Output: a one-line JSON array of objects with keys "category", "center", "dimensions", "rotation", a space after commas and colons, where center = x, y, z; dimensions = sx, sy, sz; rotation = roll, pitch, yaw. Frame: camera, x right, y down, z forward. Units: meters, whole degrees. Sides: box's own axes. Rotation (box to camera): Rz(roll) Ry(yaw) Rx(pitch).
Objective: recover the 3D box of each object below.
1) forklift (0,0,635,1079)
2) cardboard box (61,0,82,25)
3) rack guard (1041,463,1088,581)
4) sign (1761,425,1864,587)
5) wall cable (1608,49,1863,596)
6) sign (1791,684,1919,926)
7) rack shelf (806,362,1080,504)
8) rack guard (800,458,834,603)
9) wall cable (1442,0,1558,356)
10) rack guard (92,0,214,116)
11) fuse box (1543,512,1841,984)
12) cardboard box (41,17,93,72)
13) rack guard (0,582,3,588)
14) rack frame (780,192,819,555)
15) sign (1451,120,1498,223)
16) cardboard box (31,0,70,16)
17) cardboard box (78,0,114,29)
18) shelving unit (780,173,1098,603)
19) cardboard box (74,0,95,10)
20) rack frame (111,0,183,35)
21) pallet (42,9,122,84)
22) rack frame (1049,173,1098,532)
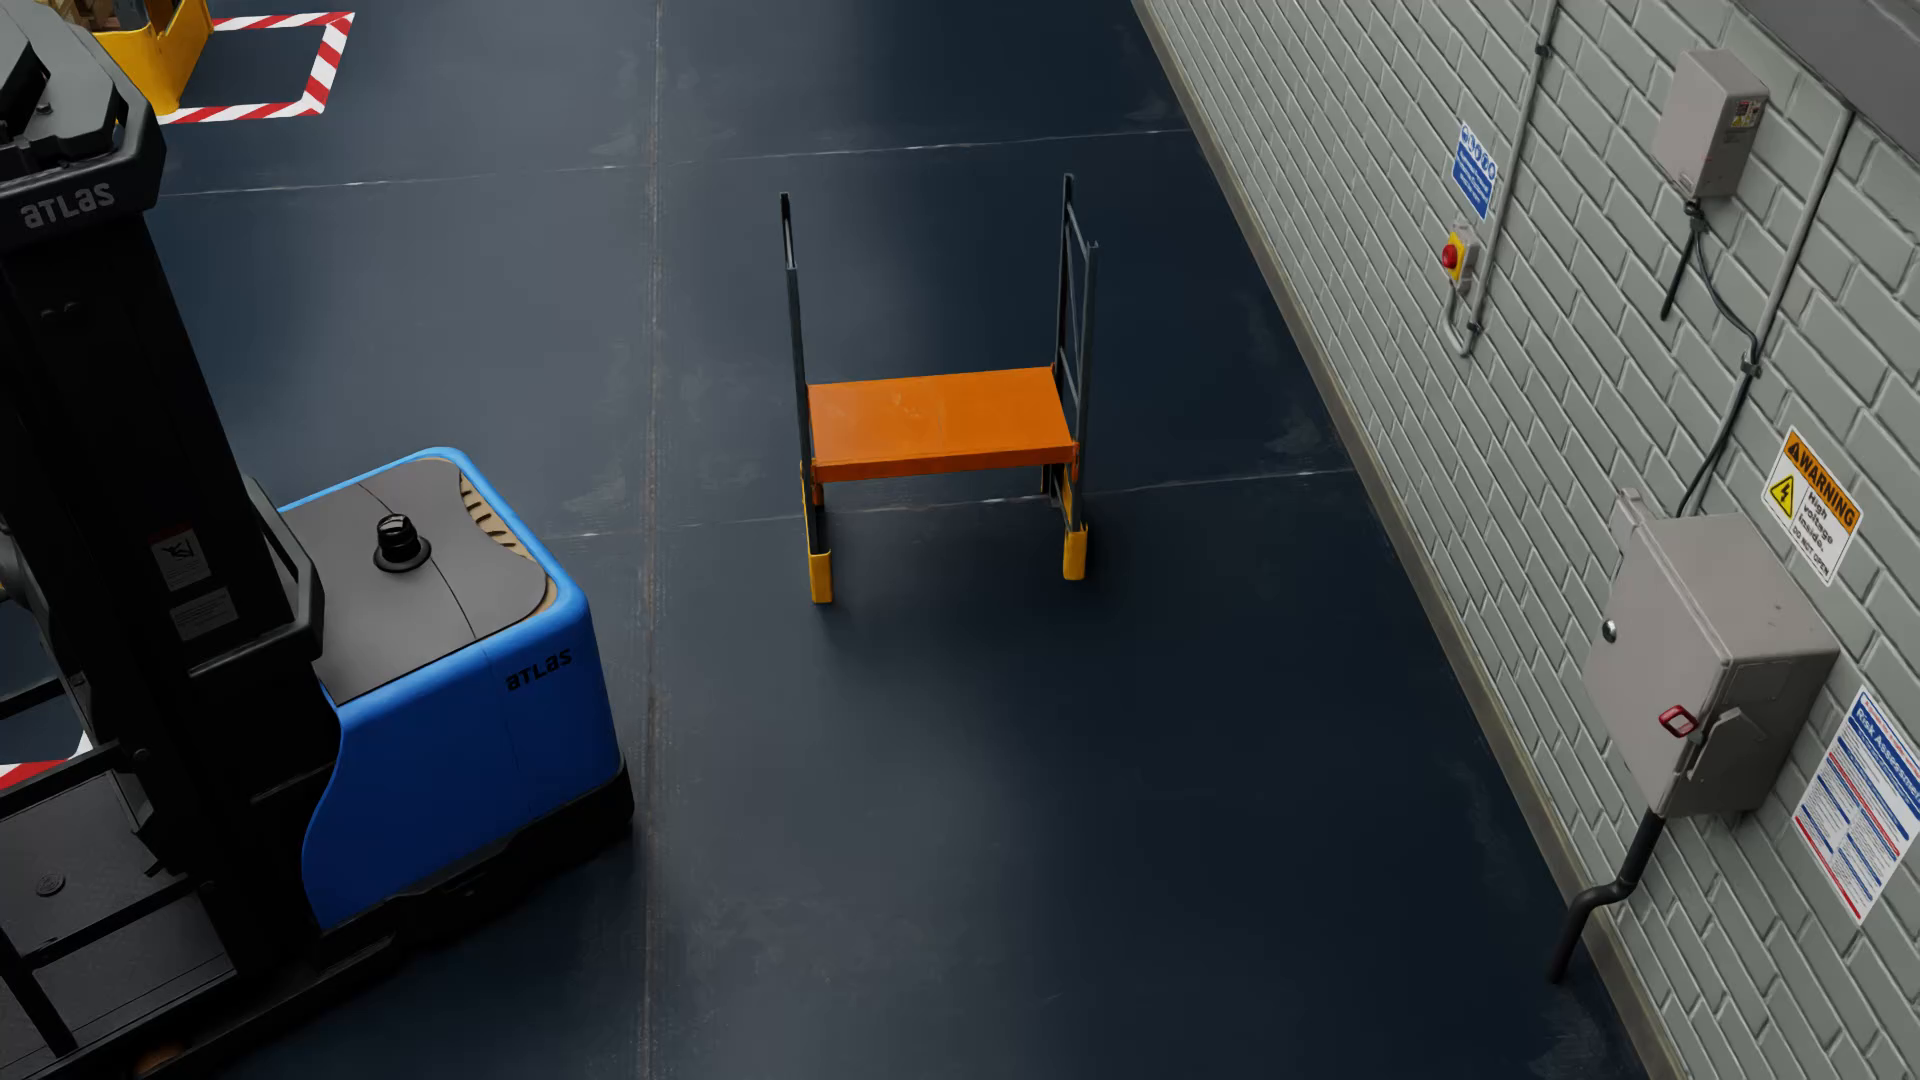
[{"category": "forklift", "center": [-2.582, 0.227, 4.310], "dimensions": [3.031, 2.935, 1.130], "rotation": [-27, 49, -27]}, {"category": "cardboard box", "center": [-5.105, -2.876, 9.292], "dimensions": [0.250, 0.149, 0.380], "rotation": [-6, 42, -7]}, {"category": "rack guard", "center": [0.418, -0.129, 6.707], "dimensions": [0.087, 0.250, 0.587], "rotation": [-5, 42, -6]}, {"category": "sign", "center": [2.037, -0.084, 3.986], "dimensions": [0.001, 0.242, 0.339], "rotation": [-5, 42, -6]}, {"category": "wall cable", "center": [1.907, -0.566, 4.380], "dimensions": [0.122, 1.984, 0.588], "rotation": [-5, 42, -6]}, {"category": "sign", "center": [2.108, 0.623, 3.890], "dimensions": [0.001, 0.494, 0.329], "rotation": [-5, 42, -6]}, {"category": "rack shelf", "center": [-0.085, -0.416, 6.360], "dimensions": [1.000, 0.185, 0.538], "rotation": [-5, 42, -6]}, {"category": "rack guard", "center": [-0.569, -0.043, 6.611], "dimensions": [0.087, 0.250, 0.587], "rotation": [-5, 42, -6]}, {"category": "wall cable", "center": [1.711, -1.519, 5.412], "dimensions": [0.123, 1.953, 0.585], "rotation": [-5, 42, -6]}, {"category": "rack guard", "center": [-4.694, -2.969, 9.668], "dimensions": [0.348, 0.500, 1.175], "rotation": [-5, 42, -6]}, {"category": "fuse box", "center": [1.839, 0.756, 4.634], "dimensions": [0.414, 1.711, 0.539], "rotation": [-5, 42, -6]}, {"category": "cardboard box", "center": [-5.114, -2.817, 9.448], "dimensions": [0.250, 0.149, 0.380], "rotation": [-4, 42, -5]}, {"category": "rack guard", "center": [-3.853, 0.301, 6.043], "dimensions": [0.348, 0.500, 1.175], "rotation": [-5, 42, -6]}, {"category": "rack frame", "center": [-0.589, -0.505, 6.191], "dimensions": [0.032, 1.500, 0.500], "rotation": [-5, 42, -6]}, {"category": "sign", "center": [1.766, -1.268, 5.714], "dimensions": [0.001, 0.218, 0.327], "rotation": [-5, 42, -6]}, {"category": "cardboard box", "center": [-5.111, -3.007, 9.215], "dimensions": [0.250, 0.149, 0.380], "rotation": [-5, 42, -5]}, {"category": "cardboard box", "center": [-5.180, -3.168, 9.837], "dimensions": [0.250, 0.149, 0.380], "rotation": [-4, 42, -5]}, {"category": "shelving unit", "center": [-0.076, -0.550, 6.240], "dimensions": [1.083, 1.500, 0.587], "rotation": [-5, 42, -6]}, {"category": "cardboard box", "center": [-5.172, -3.236, 9.691], "dimensions": [0.250, 0.149, 0.380], "rotation": [-3, 42, -4]}, {"category": "rack frame", "center": [-4.619, -3.903, 8.838], "dimensions": [0.127, 3.000, 1.000], "rotation": [-5, 42, -6]}, {"category": "pallet", "center": [-5.504, -2.814, 9.712], "dimensions": [1.213, 0.211, 1.003], "rotation": [-5, 42, -6]}, {"category": "rack frame", "center": [0.419, -0.594, 6.288], "dimensions": [0.032, 1.500, 0.500], "rotation": [-5, 42, -6]}]
